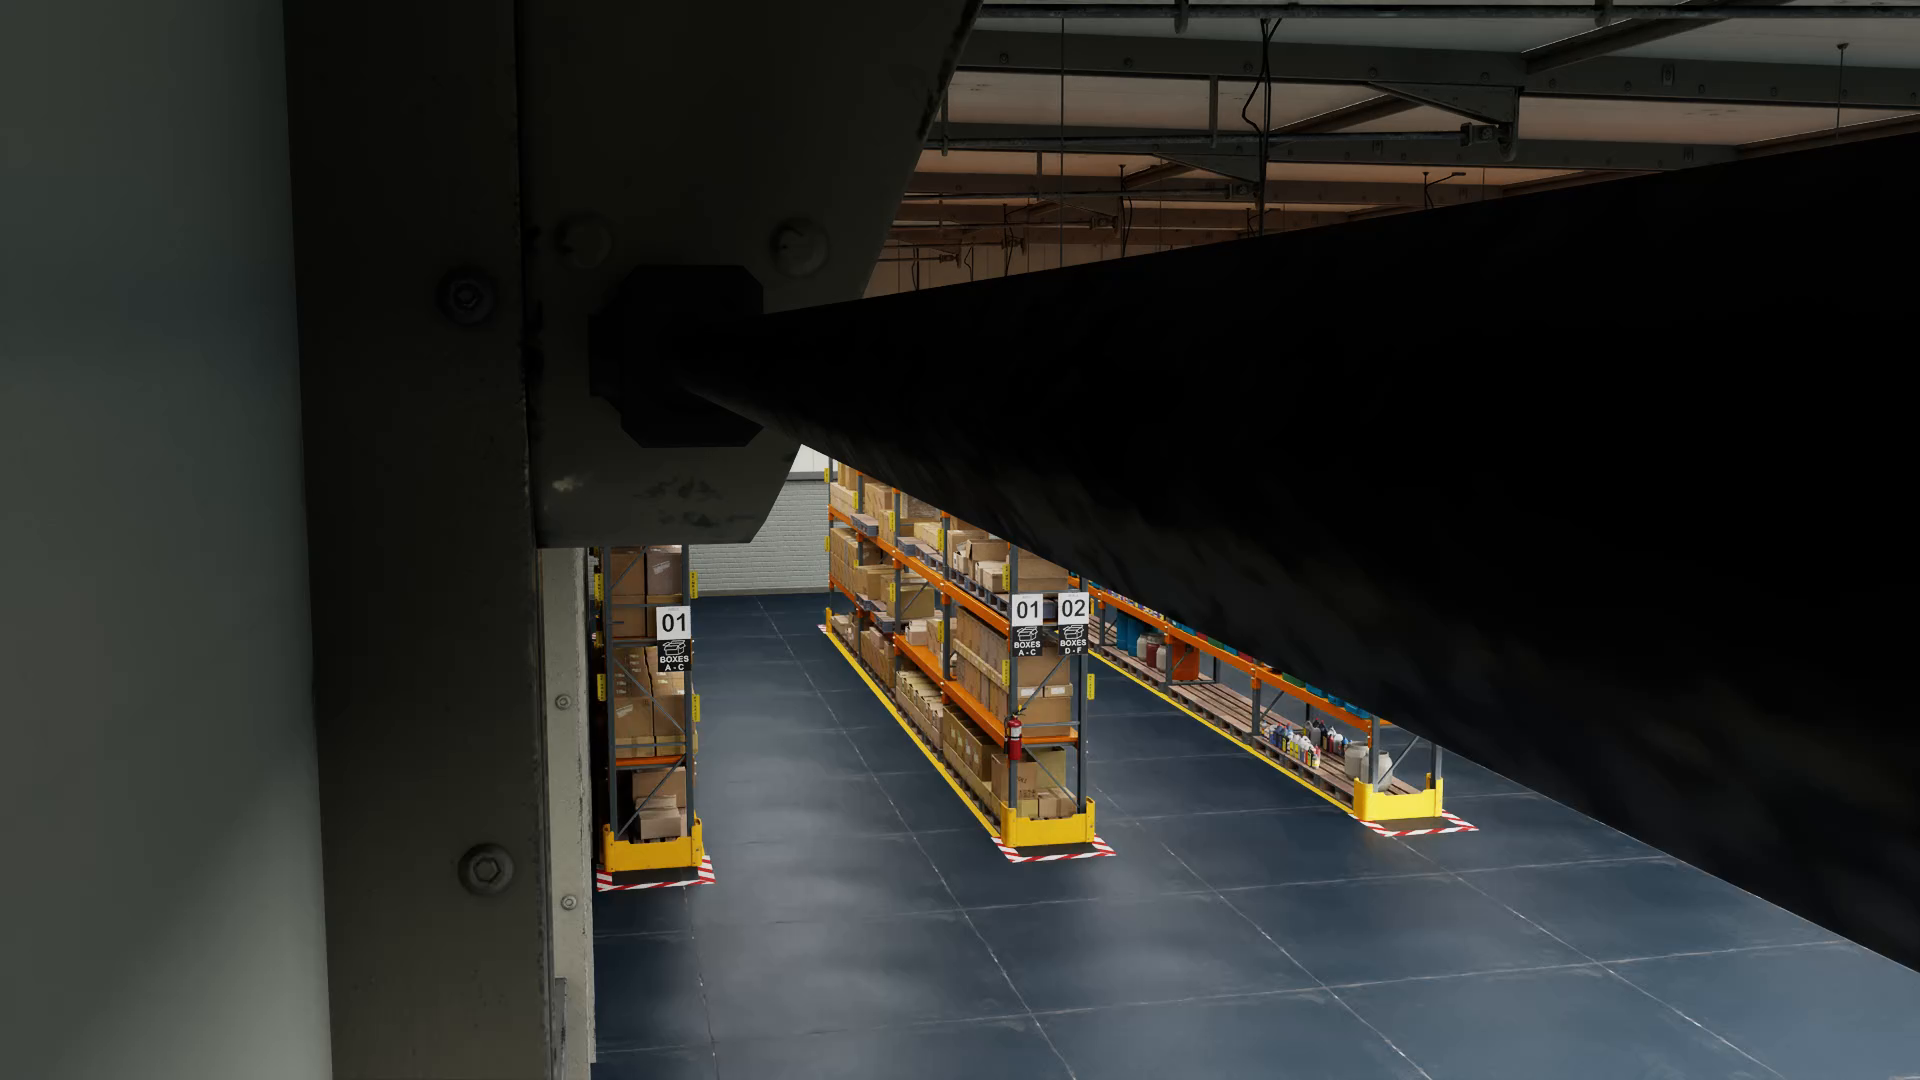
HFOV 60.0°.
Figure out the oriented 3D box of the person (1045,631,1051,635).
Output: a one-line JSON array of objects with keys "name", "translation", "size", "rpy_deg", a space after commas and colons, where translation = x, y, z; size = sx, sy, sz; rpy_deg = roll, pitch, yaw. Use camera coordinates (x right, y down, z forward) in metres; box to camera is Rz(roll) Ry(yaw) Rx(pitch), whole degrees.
[{"name": "person", "translation": [1.514, 1.842, 30.914], "size": [0.562, 1.656, 0.595], "rpy_deg": [-3, 7, -23]}]
